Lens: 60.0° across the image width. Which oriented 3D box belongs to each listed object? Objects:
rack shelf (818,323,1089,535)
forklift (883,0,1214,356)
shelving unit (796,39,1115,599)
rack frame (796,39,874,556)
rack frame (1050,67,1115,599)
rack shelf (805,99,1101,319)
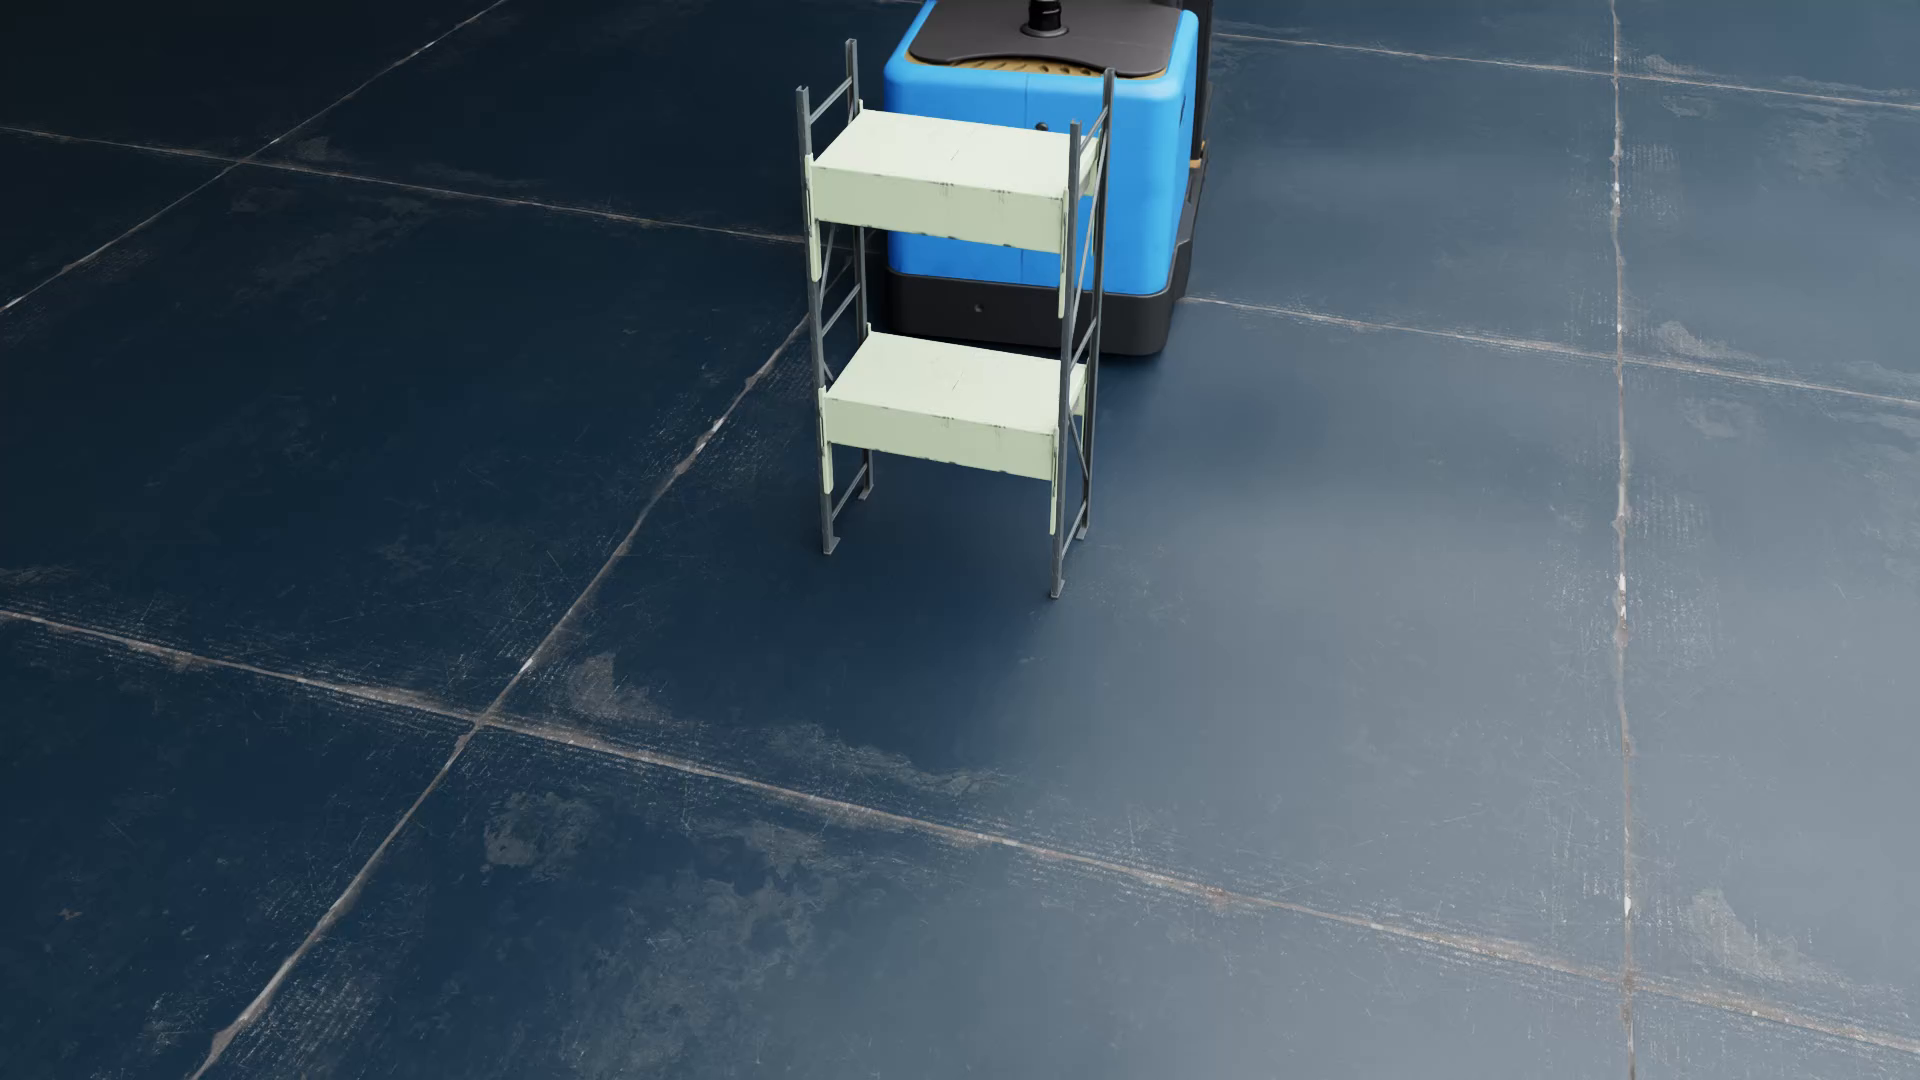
[{"bbox_3d":[-0.006,-0.343,5.000,0.720,0.370,0.431,10,38,14],"label":"rack shelf"},{"bbox_3d":[0.509,-2.720,6.473,1.130,2.935,3.031,7,37,9],"label":"forklift"},{"bbox_3d":[-0.006,-0.605,4.807,0.755,1.500,0.431,10,38,14],"label":"shelving unit"},{"bbox_3d":[-0.356,-0.670,4.895,0.023,1.500,0.400,10,38,14],"label":"rack frame"},{"bbox_3d":[0.343,-0.541,4.719,0.023,1.500,0.400,10,38,14],"label":"rack frame"},{"bbox_3d":[-0.006,-0.919,4.576,0.720,0.370,0.431,10,38,14],"label":"rack shelf"}]
